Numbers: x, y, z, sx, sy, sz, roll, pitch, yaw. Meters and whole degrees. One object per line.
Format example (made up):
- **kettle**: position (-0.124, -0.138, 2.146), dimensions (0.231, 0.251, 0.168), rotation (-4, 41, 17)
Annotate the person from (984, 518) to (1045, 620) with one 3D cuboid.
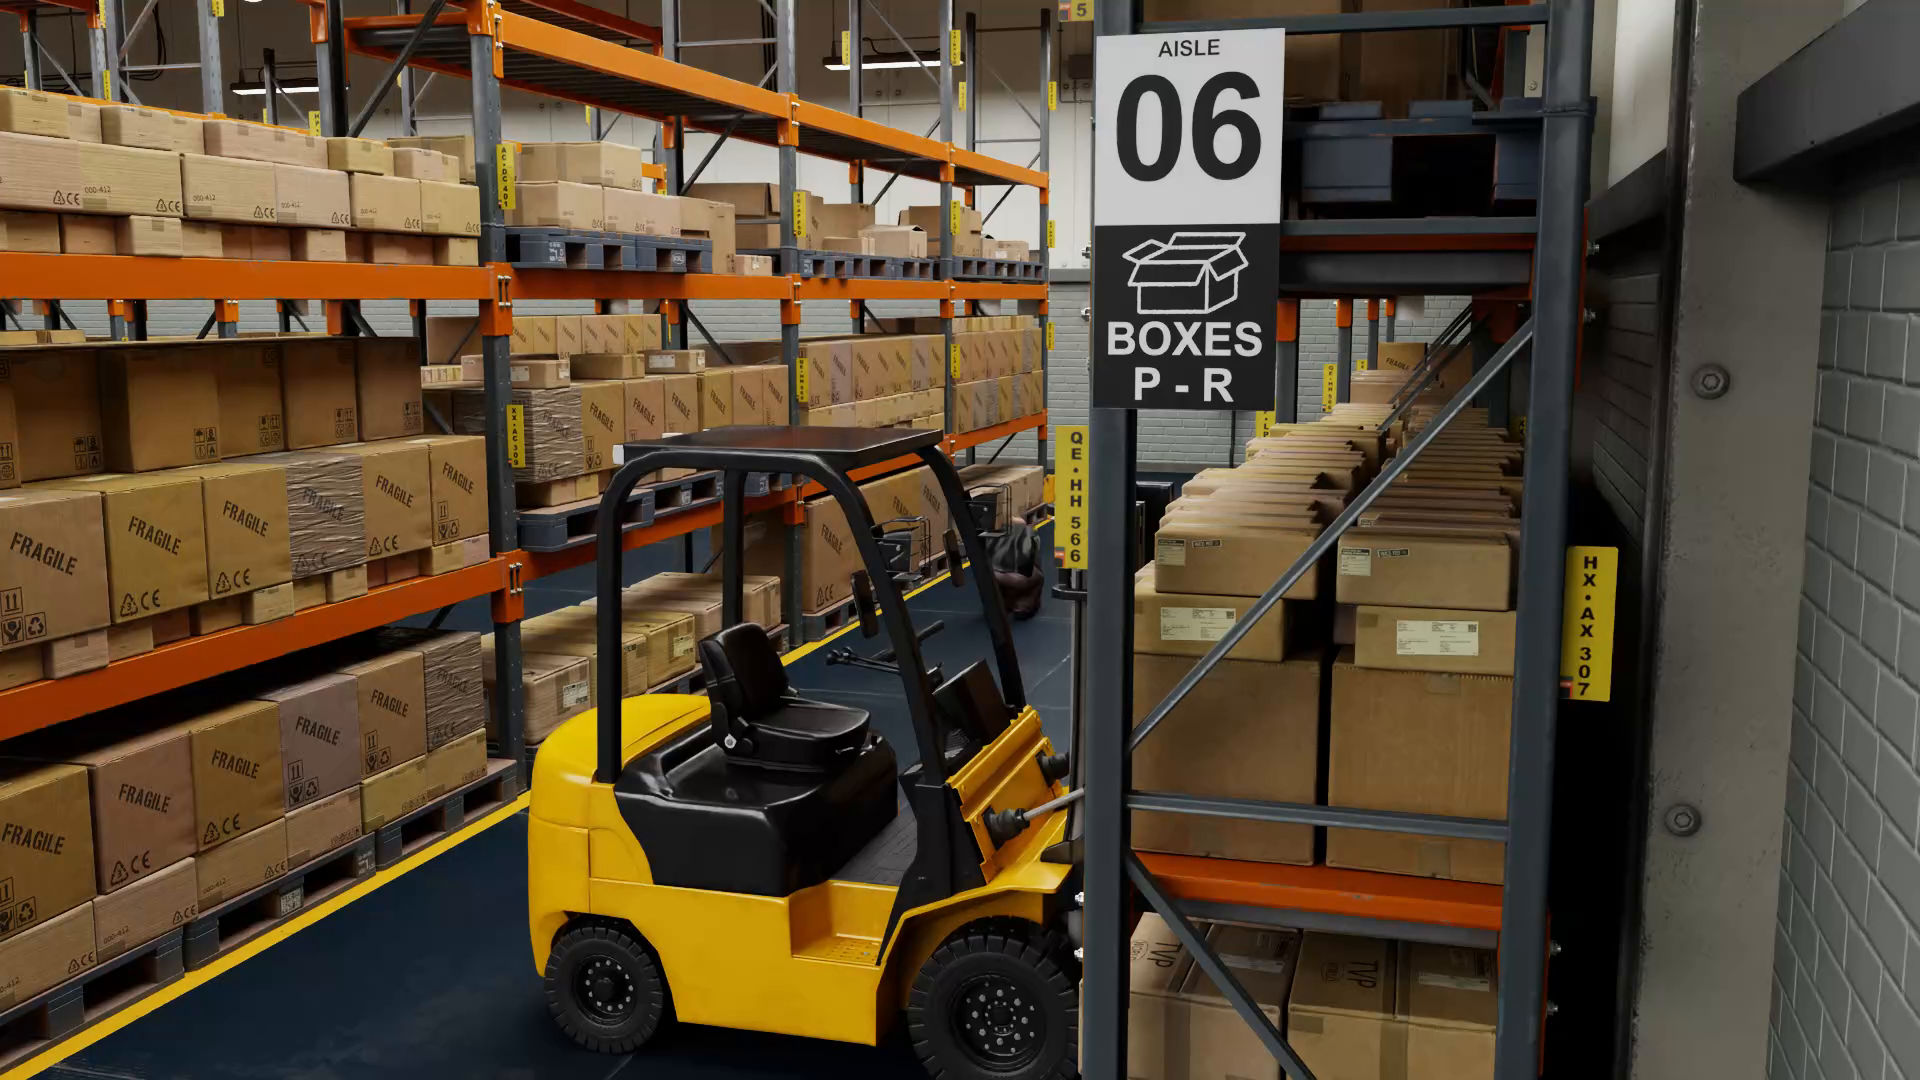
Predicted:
- **person**: position (0.440, 0.268, 14.065), dimensions (0.528, 0.831, 0.897), rotation (2, 9, 16)
